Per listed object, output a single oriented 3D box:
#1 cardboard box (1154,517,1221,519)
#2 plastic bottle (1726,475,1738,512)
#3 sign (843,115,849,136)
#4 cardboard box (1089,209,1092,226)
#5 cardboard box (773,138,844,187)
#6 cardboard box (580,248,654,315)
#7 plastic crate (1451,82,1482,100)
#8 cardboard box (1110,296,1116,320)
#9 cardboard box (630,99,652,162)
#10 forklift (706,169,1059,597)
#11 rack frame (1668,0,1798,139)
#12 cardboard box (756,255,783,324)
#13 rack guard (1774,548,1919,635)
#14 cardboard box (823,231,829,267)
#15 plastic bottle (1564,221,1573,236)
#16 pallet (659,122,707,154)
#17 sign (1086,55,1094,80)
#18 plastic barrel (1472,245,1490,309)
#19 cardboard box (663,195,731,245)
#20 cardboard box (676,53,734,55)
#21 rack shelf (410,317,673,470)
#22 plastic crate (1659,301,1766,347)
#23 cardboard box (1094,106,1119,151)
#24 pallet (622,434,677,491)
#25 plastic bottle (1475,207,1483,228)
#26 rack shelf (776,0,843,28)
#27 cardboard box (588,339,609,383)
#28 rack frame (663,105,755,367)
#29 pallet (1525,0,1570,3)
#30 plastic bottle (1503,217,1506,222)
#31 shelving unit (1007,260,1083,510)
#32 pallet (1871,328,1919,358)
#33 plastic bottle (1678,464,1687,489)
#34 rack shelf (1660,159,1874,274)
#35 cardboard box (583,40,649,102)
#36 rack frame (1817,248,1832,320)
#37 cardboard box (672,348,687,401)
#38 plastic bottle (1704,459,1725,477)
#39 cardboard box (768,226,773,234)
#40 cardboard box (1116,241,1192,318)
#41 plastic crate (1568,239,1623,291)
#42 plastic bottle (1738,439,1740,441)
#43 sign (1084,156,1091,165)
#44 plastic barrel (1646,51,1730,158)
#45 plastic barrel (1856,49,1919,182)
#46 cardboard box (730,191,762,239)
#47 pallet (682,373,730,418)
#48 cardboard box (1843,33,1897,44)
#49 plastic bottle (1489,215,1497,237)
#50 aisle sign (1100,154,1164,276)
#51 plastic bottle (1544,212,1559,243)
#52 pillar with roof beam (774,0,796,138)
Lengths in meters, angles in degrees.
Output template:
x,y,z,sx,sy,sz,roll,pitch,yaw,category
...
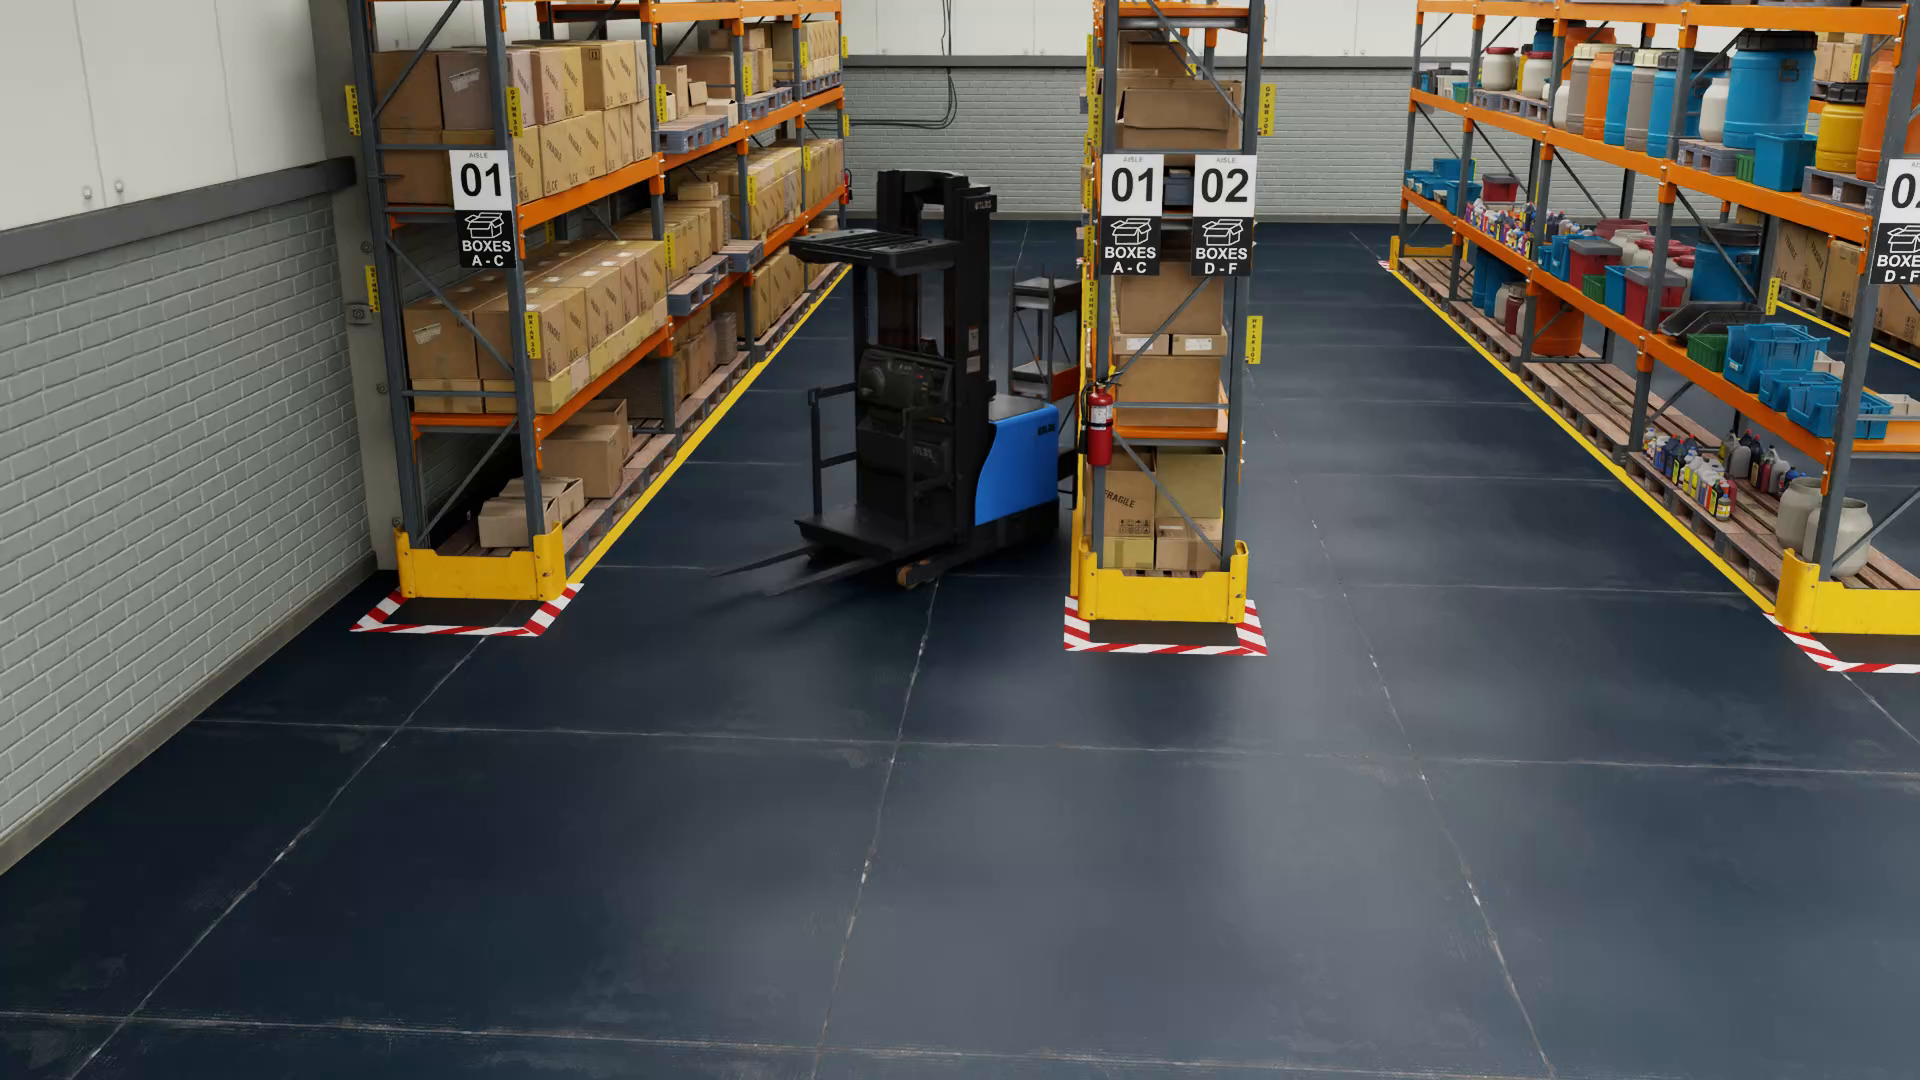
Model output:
x,y,z,sx,sy,sz,roll,pitch,yaw,category
1.719,-0.124,12.726,0.500,0.250,0.500,1,18,4,cardboard box
6.213,-0.376,13.410,0.061,0.283,0.133,1,18,4,plastic bottle
-1.828,-6.639,26.628,0.100,0.325,0.005,1,18,4,sign
1.933,-3.844,19.502,0.700,0.500,0.500,-5,19,-15,cardboard box
-2.394,-5.977,26.365,0.980,0.700,0.700,2,18,6,cardboard box
-2.984,-2.252,14.482,0.500,0.500,0.500,1,18,4,cardboard box
6.974,-6.165,22.873,0.416,0.233,0.300,1,18,4,plastic crate
1.355,-1.795,12.882,0.380,0.149,0.250,2,18,5,cardboard box
-3.018,-3.585,14.538,0.500,0.500,0.500,2,18,5,cardboard box
-0.558,-1.210,12.408,1.130,2.935,3.031,16,24,40,forklift
6.654,-4.896,13.912,1.000,3.000,0.127,1,18,4,rack frame
-2.689,-3.184,21.100,0.750,0.750,0.750,1,18,4,cardboard box
6.325,0.361,11.519,1.175,0.500,0.348,1,18,4,rack guard
-2.389,-4.473,25.598,0.700,0.500,0.500,1,18,2,cardboard box
7.412,-3.747,20.249,0.097,0.271,0.097,0,18,0,plastic bottle
-3.078,-3.792,15.661,1.213,0.211,1.003,1,18,4,pallet
1.745,-6.322,22.252,0.100,0.325,0.005,1,18,4,sign
7.171,-3.563,22.176,0.600,0.901,0.708,1,18,4,plastic barrel
-2.965,-3.619,18.782,0.700,0.500,0.500,-1,18,-3,cardboard box
-2.978,-5.508,19.731,0.700,0.500,0.500,0,18,1,cardboard box
-3.371,-1.303,13.738,1.077,0.370,4.000,1,18,4,rack shelf
6.489,-1.856,14.368,0.767,0.338,0.504,1,18,4,plastic crate
1.286,-3.100,12.492,0.500,0.311,0.500,3,18,10,cardboard box
-3.241,-0.732,15.316,1.003,0.211,1.213,1,18,4,pallet
6.752,-4.184,21.581,0.097,0.271,0.097,0,18,0,plastic bottle
-2.511,-7.691,24.240,1.077,0.370,4.000,1,18,4,rack shelf
-3.098,-1.426,13.167,0.500,0.250,0.500,1,18,3,cardboard box
-2.941,-3.508,19.313,1.000,3.000,0.127,1,18,4,rack frame
7.023,-6.082,18.477,1.213,0.211,1.003,1,18,4,pallet
6.709,-3.819,20.449,0.061,0.283,0.133,1,18,4,plastic bottle
0.698,-1.221,13.775,0.431,2.100,0.503,11,21,30,shelving unit
12.102,-2.473,20.630,1.003,0.211,1.213,1,18,4,pallet
6.125,-0.537,14.031,0.097,0.201,0.097,0,18,0,plastic bottle
6.510,-2.507,12.596,1.077,0.370,4.000,1,18,4,rack shelf
-2.993,-4.062,14.386,0.500,0.500,0.500,0,18,-1,cardboard box
12.167,-4.419,22.092,1.000,3.000,0.127,1,18,4,rack frame
-3.205,-1.678,17.034,0.700,0.500,0.500,1,18,3,cardboard box
6.287,-0.532,13.897,0.152,0.276,0.135,1,18,4,plastic bottle
-2.588,-3.972,21.100,0.380,0.149,0.250,1,18,4,cardboard box
1.509,-1.903,12.169,0.700,0.500,0.500,1,18,2,cardboard box
6.519,-2.823,17.117,0.402,0.464,0.583,1,18,4,plastic crate
6.938,-0.804,14.848,0.097,0.201,0.097,0,18,0,plastic bottle
1.745,-5.062,22.665,0.100,0.325,0.005,1,18,4,sign
6.473,-3.871,14.798,0.600,0.901,0.708,1,18,4,plastic barrel
6.275,-2.785,10.925,0.600,0.830,0.708,1,18,4,plastic barrel
-2.651,-3.852,19.691,0.500,0.500,0.500,2,18,6,cardboard box
-3.089,-1.563,17.853,1.003,0.211,1.213,1,18,4,pallet
12.241,-6.787,22.302,0.500,0.250,0.500,0,18,0,cardboard box
6.695,-3.938,20.831,0.097,0.271,0.097,0,18,0,plastic bottle
1.129,-2.136,10.949,0.394,0.787,0.004,1,18,4,aisle sign
7.247,-3.833,20.382,0.144,0.351,0.185,1,18,4,plastic bottle
1.257,-9.606,28.286,9.100,9.000,0.400,1,18,4,pillar with roof beam
